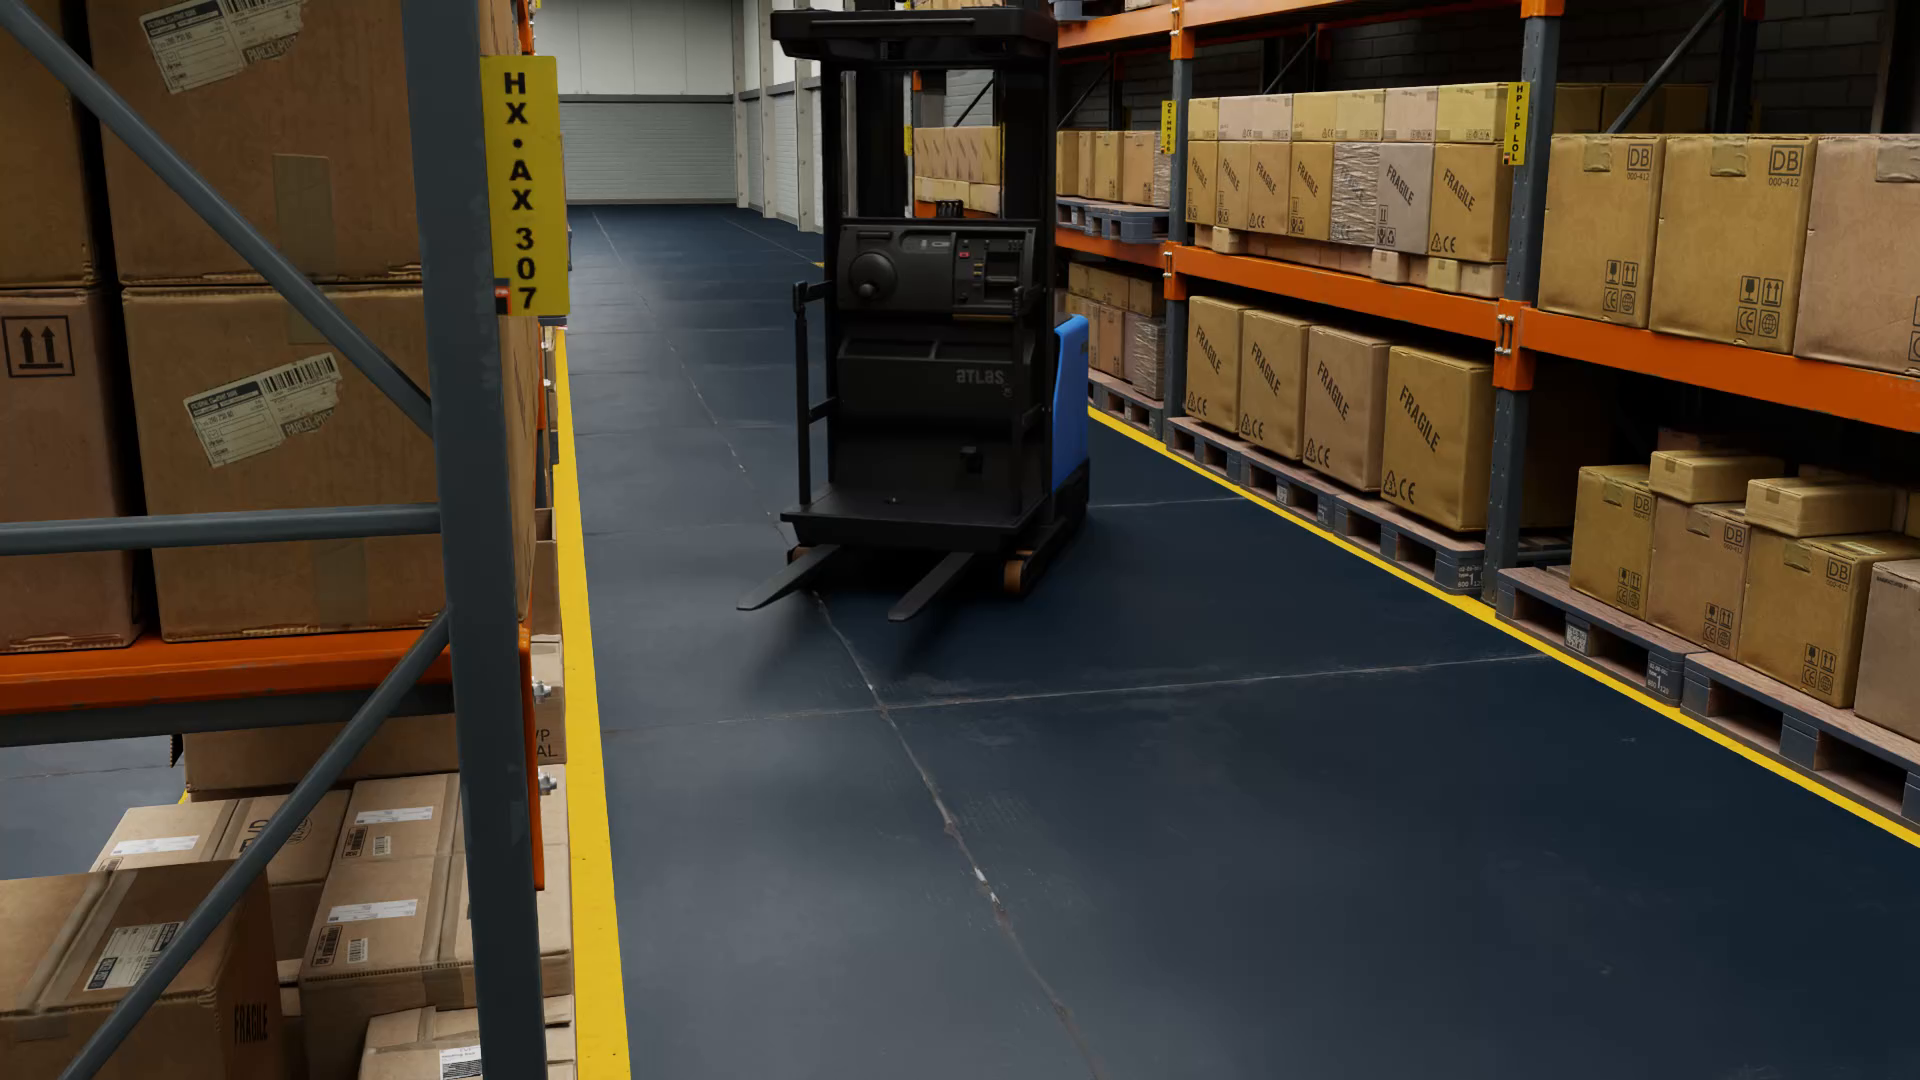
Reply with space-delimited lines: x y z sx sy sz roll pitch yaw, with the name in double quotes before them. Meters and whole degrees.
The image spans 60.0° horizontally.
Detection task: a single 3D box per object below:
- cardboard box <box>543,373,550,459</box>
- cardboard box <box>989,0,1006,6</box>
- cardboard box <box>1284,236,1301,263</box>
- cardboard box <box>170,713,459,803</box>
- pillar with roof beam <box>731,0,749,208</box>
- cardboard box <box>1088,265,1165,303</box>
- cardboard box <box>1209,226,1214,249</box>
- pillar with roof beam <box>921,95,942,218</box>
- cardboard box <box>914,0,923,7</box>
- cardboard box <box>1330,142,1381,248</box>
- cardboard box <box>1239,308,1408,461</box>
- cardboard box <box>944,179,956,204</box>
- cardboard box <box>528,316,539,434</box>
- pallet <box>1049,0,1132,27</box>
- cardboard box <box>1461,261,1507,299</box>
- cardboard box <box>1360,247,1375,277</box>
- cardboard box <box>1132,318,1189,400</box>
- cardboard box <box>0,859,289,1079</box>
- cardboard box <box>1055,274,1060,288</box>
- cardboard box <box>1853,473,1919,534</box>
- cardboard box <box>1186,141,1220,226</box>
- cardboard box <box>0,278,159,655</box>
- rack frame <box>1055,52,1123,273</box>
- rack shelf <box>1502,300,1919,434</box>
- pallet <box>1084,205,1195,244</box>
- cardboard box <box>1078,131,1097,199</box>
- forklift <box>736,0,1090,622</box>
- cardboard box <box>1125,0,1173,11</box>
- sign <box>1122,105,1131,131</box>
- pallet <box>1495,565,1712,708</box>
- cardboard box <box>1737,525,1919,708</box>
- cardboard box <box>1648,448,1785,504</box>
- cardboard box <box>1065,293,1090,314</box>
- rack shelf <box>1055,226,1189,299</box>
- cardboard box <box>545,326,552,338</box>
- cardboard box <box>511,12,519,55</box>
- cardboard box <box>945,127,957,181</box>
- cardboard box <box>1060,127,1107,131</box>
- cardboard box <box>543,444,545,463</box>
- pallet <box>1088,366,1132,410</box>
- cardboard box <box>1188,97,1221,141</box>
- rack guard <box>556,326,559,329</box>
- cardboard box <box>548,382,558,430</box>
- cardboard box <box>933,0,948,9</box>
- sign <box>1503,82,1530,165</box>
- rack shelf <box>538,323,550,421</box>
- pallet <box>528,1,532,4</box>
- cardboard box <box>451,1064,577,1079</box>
"cardboard box" -2.517 -0.642 9.074 0.500 0.500 0.500 -3 14 -11
"cardboard box" 0.550 -4.664 14.622 0.500 0.500 0.500 -3 14 -12
"cardboard box" 2.031 -1.626 9.248 0.380 0.149 0.250 -3 14 -12
"cardboard box" -1.579 0.510 4.353 0.797 0.503 0.637 -3 14 -13
"pillar with roof beam" -10.255 -13.449 44.517 9.100 9.000 0.400 -3 14 -13
"cardboard box" 1.332 -2.018 13.128 0.500 0.250 0.500 -4 14 -15
"cardboard box" 1.752 -1.862 10.216 0.380 0.149 0.250 -3 14 -12
"pillar with roof beam" -4.618 -7.913 21.854 9.100 9.000 0.400 -3 14 -13
"cardboard box" -0.175 -5.866 17.439 0.500 0.500 0.500 -4 14 -17
"cardboard box" 2.196 -1.728 8.300 0.500 0.500 0.500 -3 14 -13
"cardboard box" 2.094 -0.902 9.445 0.750 0.750 0.750 -3 14 -13
"cardboard box" 0.143 -3.421 16.382 0.500 0.250 0.500 -3 14 -13
"cardboard box" -1.291 -0.515 4.005 0.500 0.500 0.500 -3 14 -12
"pallet" 1.198 -4.023 12.650 1.213 0.211 1.003 -3 14 -13
"cardboard box" 2.434 -1.149 7.298 0.380 0.149 0.250 -3 14 -13
"cardboard box" 2.223 -1.386 8.267 0.380 0.149 0.250 -3 14 -13
"cardboard box" 1.629 -1.285 11.705 0.700 0.500 0.500 -3 14 -12
"cardboard box" -1.453 0.889 2.807 0.500 0.500 0.500 -3 14 -13
"cardboard box" 0.627 -2.281 15.785 0.500 0.500 0.500 -4 14 -17
"cardboard box" 3.270 -0.130 5.654 0.380 0.149 0.250 -3 14 -13
"cardboard box" 1.715 -2.199 10.226 0.500 0.500 0.500 -3 14 -12
"cardboard box" -1.456 -0.136 2.454 0.500 0.500 0.500 -3 14 -11
"rack frame" 0.910 -3.045 14.570 1.000 3.000 0.127 -3 14 -13
"rack shelf" 3.258 -0.388 5.212 1.077 0.370 4.000 -3 14 -13
"pallet" 1.578 -2.187 11.464 1.213 0.211 1.003 -3 14 -13
"cardboard box" 1.306 -2.908 12.873 0.700 0.500 0.500 -1 14 -5
"forklift" -0.164 -1.272 7.459 1.130 2.935 3.031 3 14 14
"cardboard box" 1.418 -3.697 11.063 0.500 0.311 0.500 -3 14 -13
"sign" 1.449 -3.639 14.562 0.100 0.325 0.005 -3 14 -13
"pallet" 2.891 0.335 6.611 1.003 0.211 1.213 -3 14 -13
"cardboard box" 3.098 0.224 5.573 0.700 0.500 0.500 -3 14 -12
"cardboard box" 2.768 -0.237 6.091 0.380 0.149 0.250 -3 14 -11
"cardboard box" 1.269 -1.759 13.646 0.700 0.500 0.500 -4 14 -14
"rack shelf" 1.380 -2.234 12.767 1.077 0.370 4.000 -3 14 -13
"cardboard box" -2.934 -1.244 10.924 0.500 0.311 0.500 -4 14 -15
"cardboard box" -1.414 -1.120 4.374 0.500 0.500 0.500 -3 14 -13
"cardboard box" 0.145 -3.789 16.311 0.500 0.500 0.500 -3 14 -11
"cardboard box" 1.003 -3.466 14.988 0.500 0.500 0.500 -4 14 -14
"cardboard box" -2.038 -0.169 7.140 0.500 0.500 0.500 -3 14 -12
"pallet" 1.384 -1.229 13.012 1.003 0.211 1.213 -3 14 -13
"cardboard box" 1.712 -2.563 10.139 0.500 0.250 0.500 -3 14 -12
"rack guard" -4.849 -2.482 17.532 1.175 0.500 0.348 -3 14 -13
"cardboard box" -2.802 -0.851 10.497 0.500 0.250 0.500 -3 14 -13
"cardboard box" 0.023 -5.146 16.599 0.500 0.500 0.500 -3 14 -11
"sign" 2.264 -1.691 6.755 0.100 0.325 0.005 -3 14 -13
"rack shelf" -2.495 -1.034 7.856 1.077 0.370 4.000 -3 14 -13
"pallet" -3.211 -3.362 9.946 1.213 0.211 1.003 -3 14 -11
"cardboard box" -0.850 1.056 2.865 0.380 0.149 0.250 -3 14 -13
